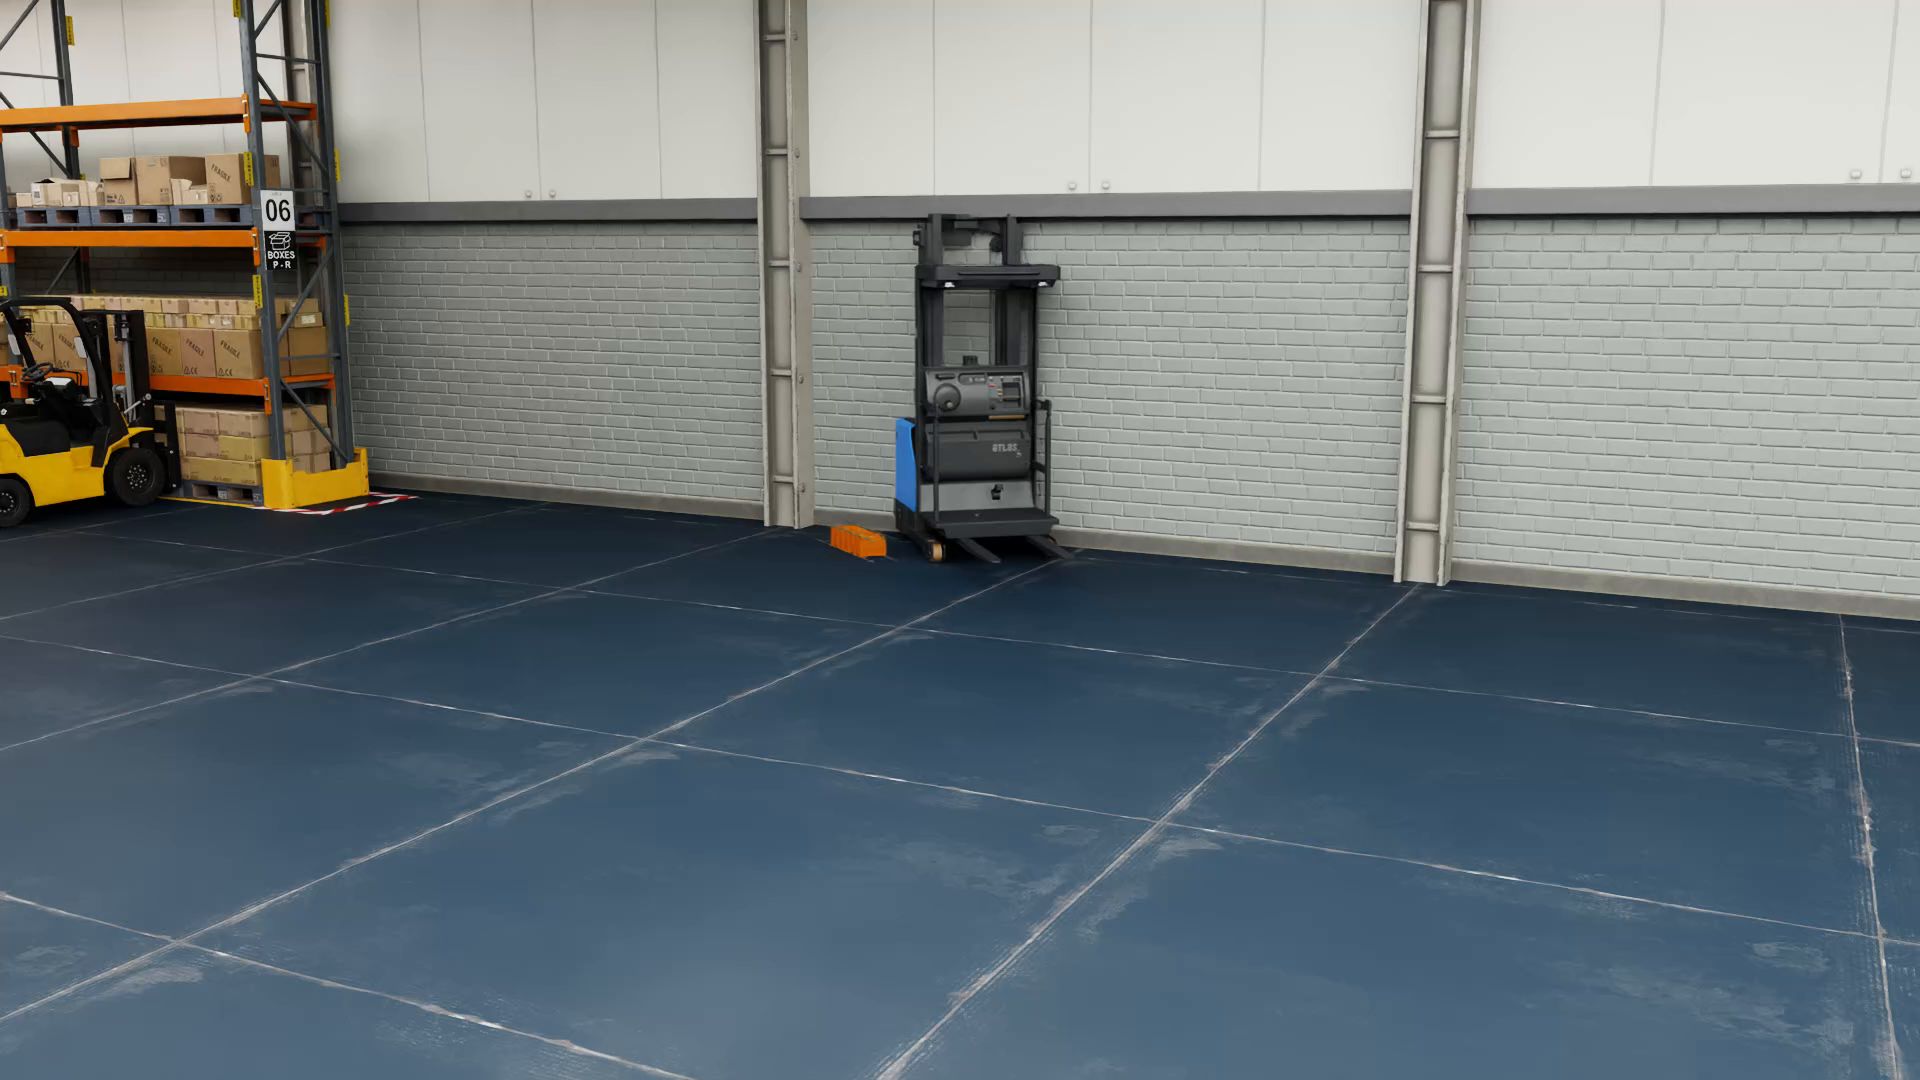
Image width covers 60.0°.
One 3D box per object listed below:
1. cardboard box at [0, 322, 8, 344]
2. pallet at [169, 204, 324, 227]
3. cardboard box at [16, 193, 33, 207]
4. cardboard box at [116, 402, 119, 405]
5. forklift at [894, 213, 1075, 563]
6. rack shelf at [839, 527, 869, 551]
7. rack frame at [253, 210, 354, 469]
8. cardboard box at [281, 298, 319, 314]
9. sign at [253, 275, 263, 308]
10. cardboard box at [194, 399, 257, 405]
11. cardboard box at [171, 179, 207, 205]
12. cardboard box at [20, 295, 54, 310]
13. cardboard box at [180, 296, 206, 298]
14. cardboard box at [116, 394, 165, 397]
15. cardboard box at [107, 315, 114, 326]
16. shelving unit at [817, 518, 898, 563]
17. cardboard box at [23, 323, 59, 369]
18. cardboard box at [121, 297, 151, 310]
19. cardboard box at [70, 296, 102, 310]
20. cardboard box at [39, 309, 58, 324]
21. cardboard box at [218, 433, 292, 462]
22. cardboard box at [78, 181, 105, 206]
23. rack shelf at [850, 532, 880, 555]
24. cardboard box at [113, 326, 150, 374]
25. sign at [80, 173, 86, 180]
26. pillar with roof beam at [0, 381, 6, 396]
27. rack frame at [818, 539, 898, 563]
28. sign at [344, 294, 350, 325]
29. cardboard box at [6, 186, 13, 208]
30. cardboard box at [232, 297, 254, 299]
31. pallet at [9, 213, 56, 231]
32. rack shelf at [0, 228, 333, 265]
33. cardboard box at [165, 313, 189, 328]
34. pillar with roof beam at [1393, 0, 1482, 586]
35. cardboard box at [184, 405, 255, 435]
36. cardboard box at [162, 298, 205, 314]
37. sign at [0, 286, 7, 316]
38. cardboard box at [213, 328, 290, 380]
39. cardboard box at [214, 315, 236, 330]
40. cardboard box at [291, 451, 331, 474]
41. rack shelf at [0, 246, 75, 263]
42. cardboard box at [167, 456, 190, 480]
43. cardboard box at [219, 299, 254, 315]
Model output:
[{"bbox_3d":[-10.940,-2.381,19.001,0.500,0.250,0.500,5,11,25],"label":"cardboard box"},{"bbox_3d":[-7.422,-3.388,17.374,1.213,0.211,1.003,5,11,26],"label":"pallet"},{"bbox_3d":[-10.118,-3.735,18.290,0.250,0.149,0.380,5,12,27],"label":"cardboard box"},{"bbox_3d":[-9.186,-1.389,18.237,0.500,0.250,0.500,5,12,28],"label":"cardboard box"},{"bbox_3d":[0.210,-1.325,14.339,1.130,2.935,3.031,-3,11,-14],"label":"forklift"},{"bbox_3d":[-0.938,-0.010,14.751,0.258,0.180,0.103,-5,12,-27],"label":"rack shelf"},{"bbox_3d":[-6.799,-1.896,17.303,0.127,3.000,1.000,5,11,26],"label":"rack frame"},{"bbox_3d":[-7.006,-2.471,17.544,0.250,0.149,0.380,5,11,25],"label":"cardboard box"},{"bbox_3d":[-7.052,-2.497,16.706,0.005,0.325,0.100,5,11,26],"label":"sign"},{"bbox_3d":[-8.040,-1.390,18.239,0.500,0.250,0.500,5,11,25],"label":"cardboard box"},{"bbox_3d":[-7.904,-3.598,17.204,0.258,0.266,0.396,5,11,26],"label":"cardboard box"},{"bbox_3d":[-10.232,-2.653,18.550,0.250,0.149,0.380,5,12,27],"label":"cardboard box"},{"bbox_3d":[-8.380,-2.598,18.243,0.250,0.149,0.380,5,11,26],"label":"cardboard box"},{"bbox_3d":[-9.398,-1.511,18.912,0.500,0.250,0.500,5,11,25],"label":"cardboard box"},{"bbox_3d":[-9.082,-2.407,18.024,0.250,0.149,0.380,5,11,24],"label":"cardboard box"},{"bbox_3d":[-0.917,-0.002,14.713,0.258,0.189,1.200,-5,12,-27],"label":"shelving unit"},{"bbox_3d":[-10.104,-2.184,18.612,0.500,0.500,0.500,5,11,24],"label":"cardboard box"},{"bbox_3d":[-8.810,-2.548,17.967,0.250,0.149,0.380,5,11,26],"label":"cardboard box"},{"bbox_3d":[-9.539,-2.592,18.210,0.250,0.149,0.380,5,12,27],"label":"cardboard box"},{"bbox_3d":[-9.984,-2.492,18.495,0.250,0.149,0.380,5,12,27],"label":"cardboard box"},{"bbox_3d":[-7.374,-0.984,17.402,0.500,0.250,0.500,5,11,25],"label":"cardboard box"},{"bbox_3d":[-9.190,-3.711,17.829,0.258,0.266,0.396,5,11,24],"label":"cardboard box"},{"bbox_3d":[-0.826,0.030,14.543,0.258,0.180,0.103,-5,12,-27],"label":"rack shelf"},{"bbox_3d":[-8.733,-2.062,17.942,0.500,0.500,0.500,5,11,26],"label":"cardboard box"},{"bbox_3d":[-10.142,-4.069,19.214,0.005,0.325,0.100,5,11,26],"label":"sign"},{"bbox_3d":[-14.310,-4.832,16.680,0.400,9.000,9.100,5,11,26],"label":"pillar with roof beam"},{"bbox_3d":[-0.917,0.088,14.730,0.240,0.006,1.200,-5,12,-27],"label":"rack frame"},{"bbox_3d":[-6.548,-2.449,17.706,0.005,0.325,0.100,5,11,26],"label":"sign"},{"bbox_3d":[-11.143,-3.917,18.839,0.500,0.311,0.500,5,11,24],"label":"cardboard box"},{"bbox_3d":[-7.684,-2.538,17.911,0.250,0.149,0.380,5,11,26],"label":"cardboard box"},{"bbox_3d":[-11.183,-3.660,19.167,1.217,0.209,0.805,5,11,24],"label":"pallet"},{"bbox_3d":[-8.593,-3.175,17.970,4.000,0.370,1.077,5,11,26],"label":"rack shelf"},{"bbox_3d":[-8.160,-2.327,17.584,0.250,0.149,0.380,5,11,24],"label":"cardboard box"},{"bbox_3d":[1.832,-3.414,8.843,0.400,9.000,9.100,5,11,26],"label":"pillar with roof beam"},{"bbox_3d":[-7.811,-1.267,17.563,0.500,0.250,0.500,5,12,27],"label":"cardboard box"},{"bbox_3d":[-8.168,-2.470,17.539,0.250,0.149,0.380,5,12,27],"label":"cardboard box"},{"bbox_3d":[-10.618,-2.654,18.465,0.005,0.325,0.100,5,11,26],"label":"sign"},{"bbox_3d":[-7.357,-1.942,17.276,0.500,0.500,0.500,5,11,25],"label":"cardboard box"},{"bbox_3d":[-7.476,-2.262,17.225,0.250,0.149,0.380,5,12,27],"label":"cardboard box"},{"bbox_3d":[-7.153,-0.819,17.897,0.500,0.250,0.500,5,11,26],"label":"cardboard box"},{"bbox_3d":[-12.180,-3.491,19.712,4.000,0.370,1.077,5,11,26],"label":"rack shelf"},{"bbox_3d":[-8.247,-0.818,17.887,0.500,0.250,0.500,5,11,26],"label":"cardboard box"},{"bbox_3d":[-7.449,-2.420,17.259,0.250,0.149,0.380,5,11,26],"label":"cardboard box"}]
